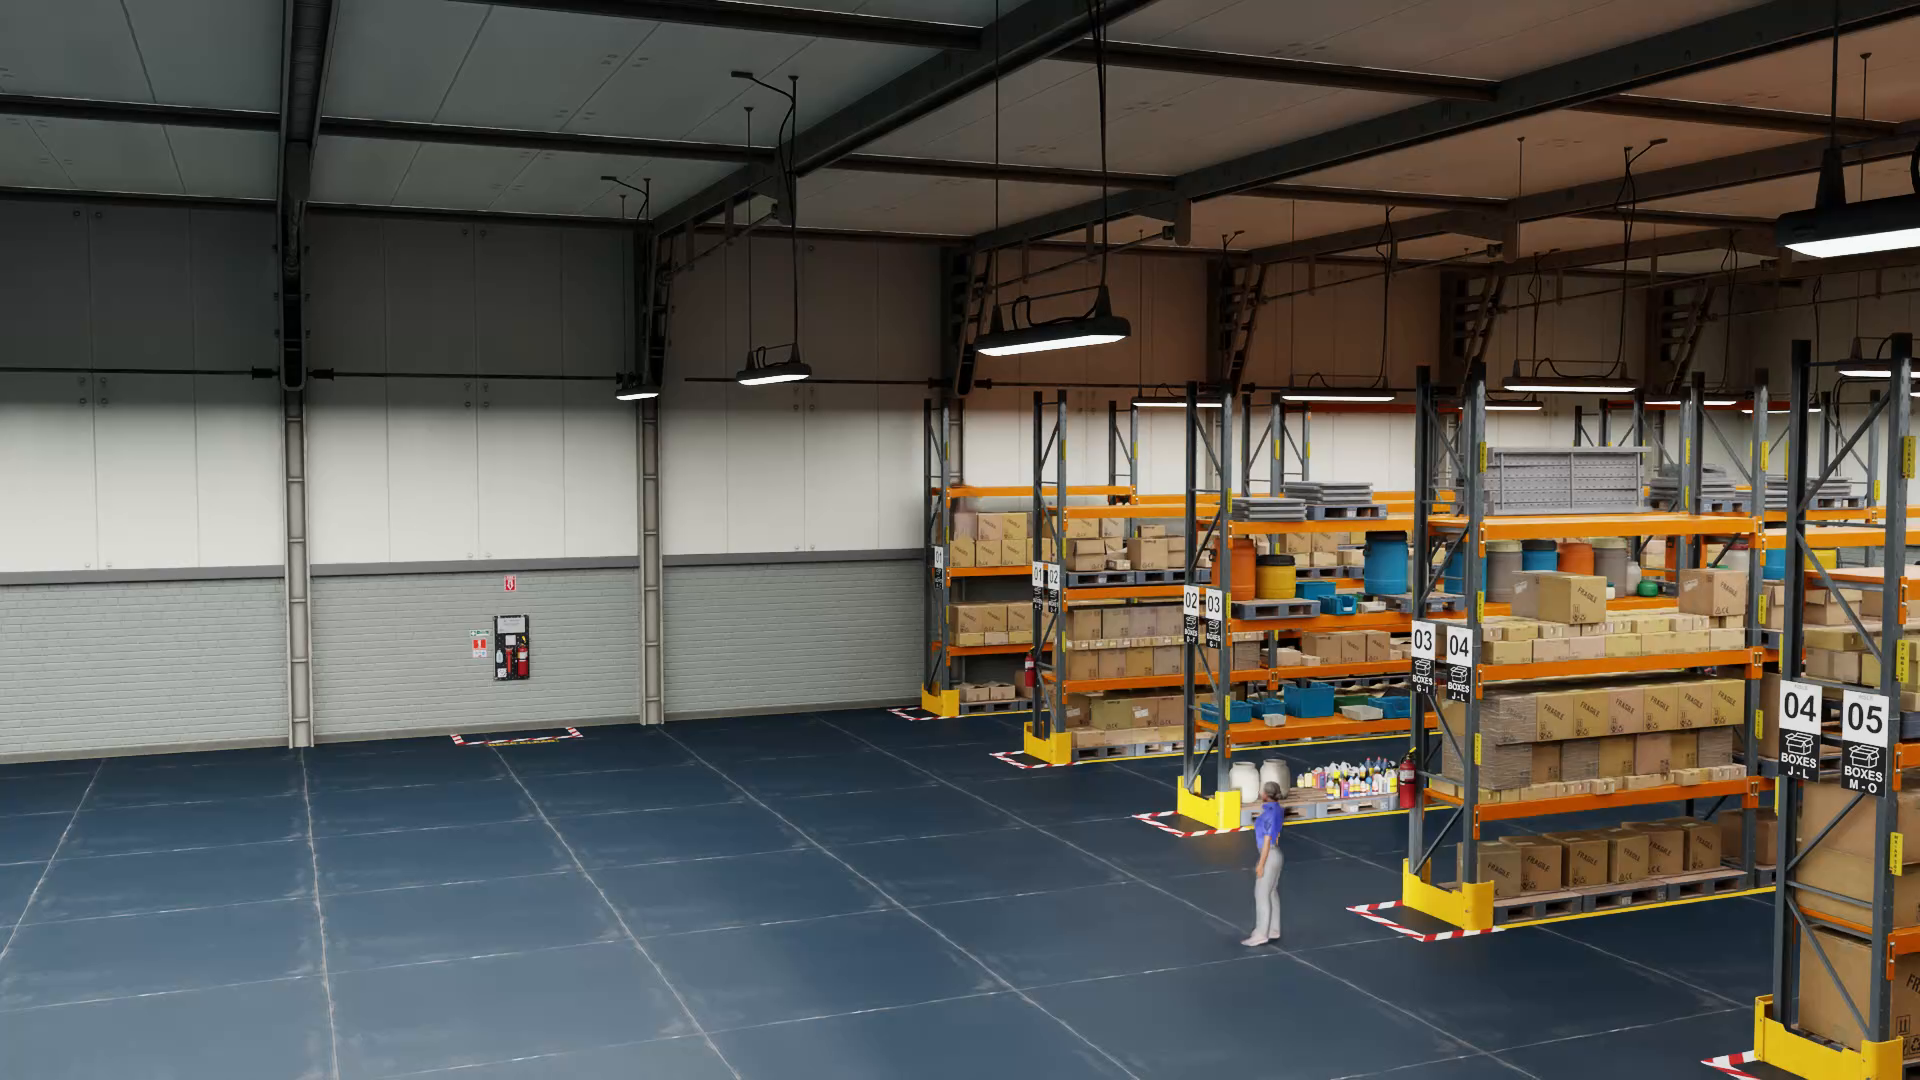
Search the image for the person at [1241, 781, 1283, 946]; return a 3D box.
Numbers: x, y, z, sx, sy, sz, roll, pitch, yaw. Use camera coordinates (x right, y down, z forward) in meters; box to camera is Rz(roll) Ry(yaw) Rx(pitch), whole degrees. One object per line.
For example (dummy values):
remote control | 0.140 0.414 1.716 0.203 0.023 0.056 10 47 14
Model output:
person | 3.132 3.329 17.242 0.431 1.684 0.477 0 3 8
